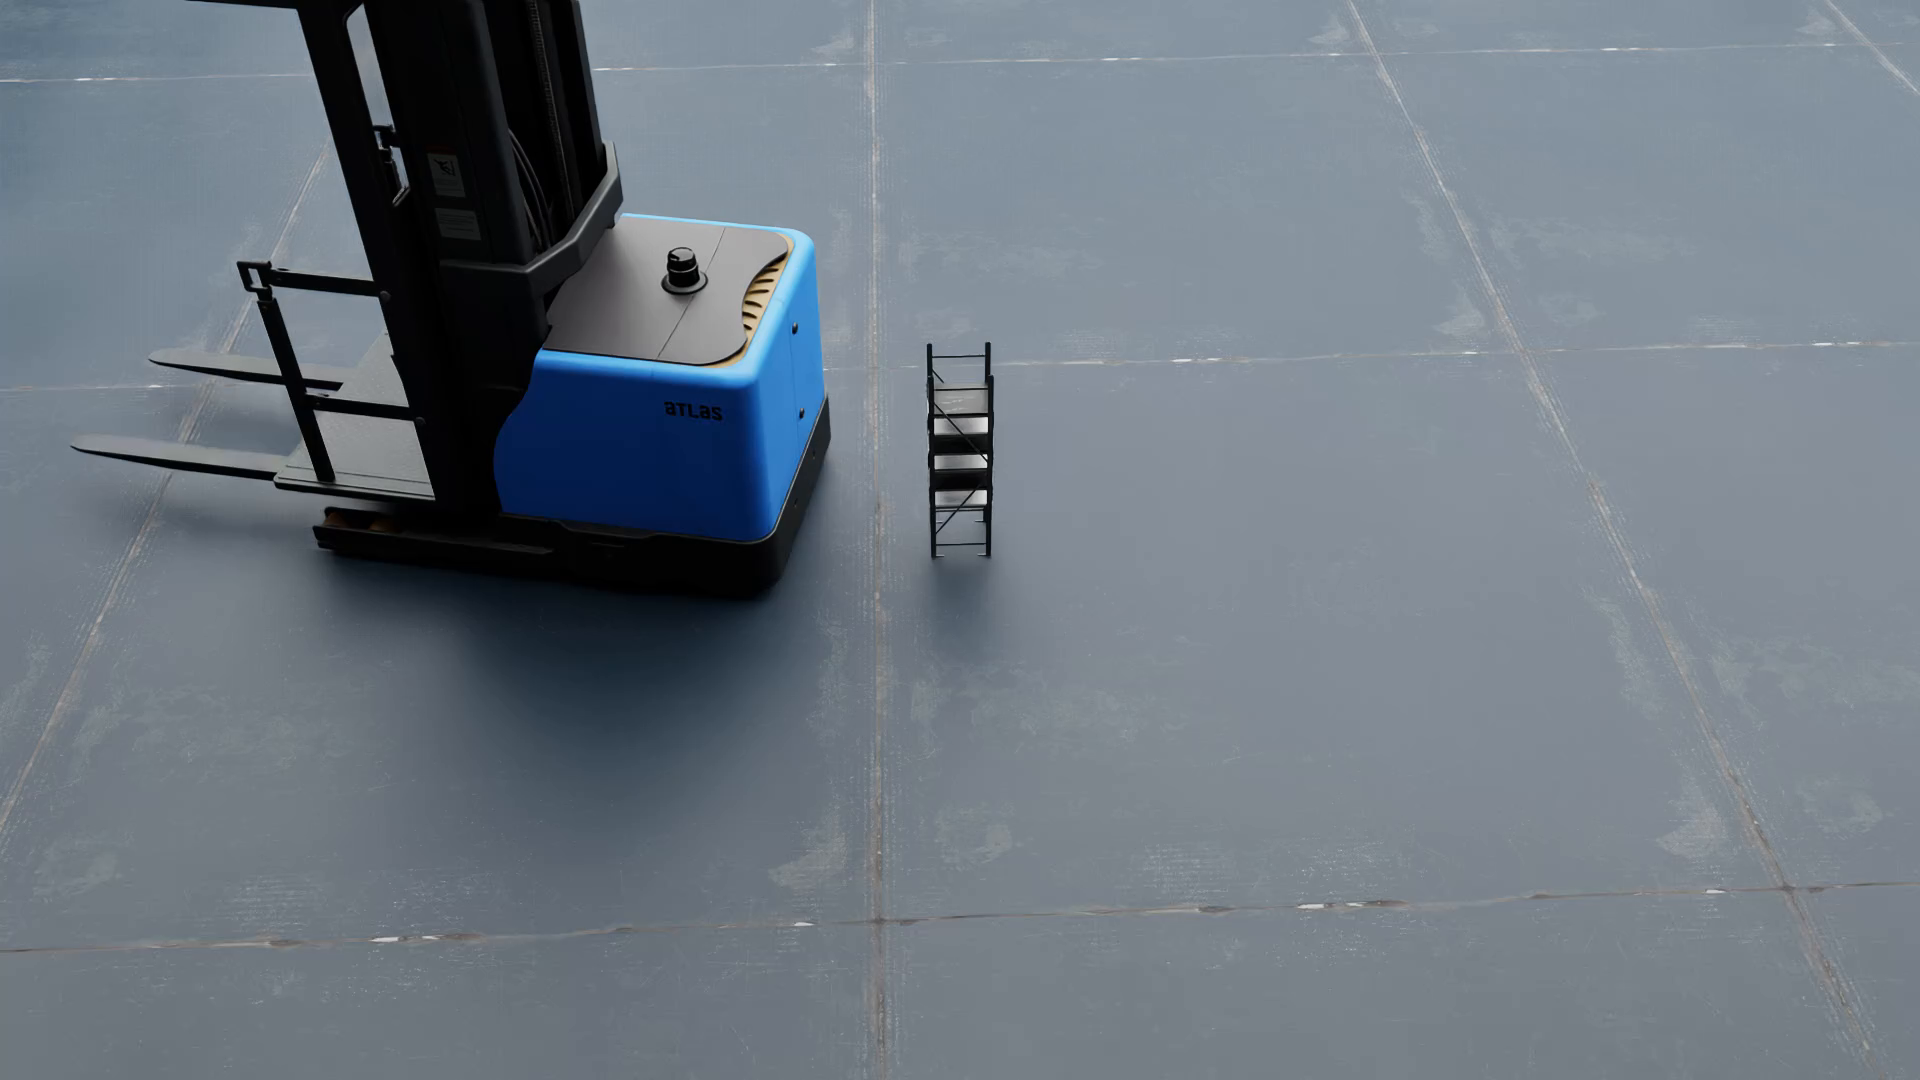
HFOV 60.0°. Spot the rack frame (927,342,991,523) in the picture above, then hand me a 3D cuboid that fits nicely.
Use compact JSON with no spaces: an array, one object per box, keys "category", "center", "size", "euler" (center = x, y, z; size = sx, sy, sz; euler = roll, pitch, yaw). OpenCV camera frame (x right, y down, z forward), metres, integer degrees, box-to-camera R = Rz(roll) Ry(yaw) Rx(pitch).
[{"category":"rack frame","center":[-0.005,-0.406,6.527],"size":[0.240,0.900,0.006],"euler":[-2,43,-2]}]

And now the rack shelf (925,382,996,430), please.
[{"category":"rack shelf","center":[0.000,-0.512,6.292],"size":[0.258,0.077,0.200],"euler":[-2,43,-2]}]

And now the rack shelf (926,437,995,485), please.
[{"category":"rack shelf","center":[0.000,-0.313,6.474],"size":[0.258,0.077,0.200],"euler":[-2,43,-2]}]

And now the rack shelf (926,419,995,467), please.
[{"category":"rack shelf","center":[0.000,-0.379,6.414],"size":[0.258,0.077,0.200],"euler":[-2,43,-2]}]

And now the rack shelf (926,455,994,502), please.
[{"category":"rack shelf","center":[0.000,-0.246,6.535],"size":[0.258,0.077,0.200],"euler":[-2,43,-2]}]

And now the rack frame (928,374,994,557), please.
[{"category":"rack frame","center":[0.004,-0.269,6.377],"size":[0.240,0.900,0.006],"euler":[-2,43,-2]}]

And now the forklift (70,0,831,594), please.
[{"category":"forklift","center":[-2.118,-1.350,6.053],"size":[3.031,2.935,1.130],"euler":[7,43,7]}]

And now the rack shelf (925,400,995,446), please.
[{"category":"rack shelf","center":[0.000,-0.445,6.353],"size":[0.258,0.077,0.200],"euler":[-2,43,-2]}]

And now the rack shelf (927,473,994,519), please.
[{"category":"rack shelf","center":[0.000,-0.180,6.596],"size":[0.258,0.077,0.200],"euler":[-2,43,-2]}]

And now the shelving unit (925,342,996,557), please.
[{"category":"shelving unit","center":[0.000,-0.337,6.452],"size":[0.258,0.900,0.210],"euler":[-2,43,-2]}]
